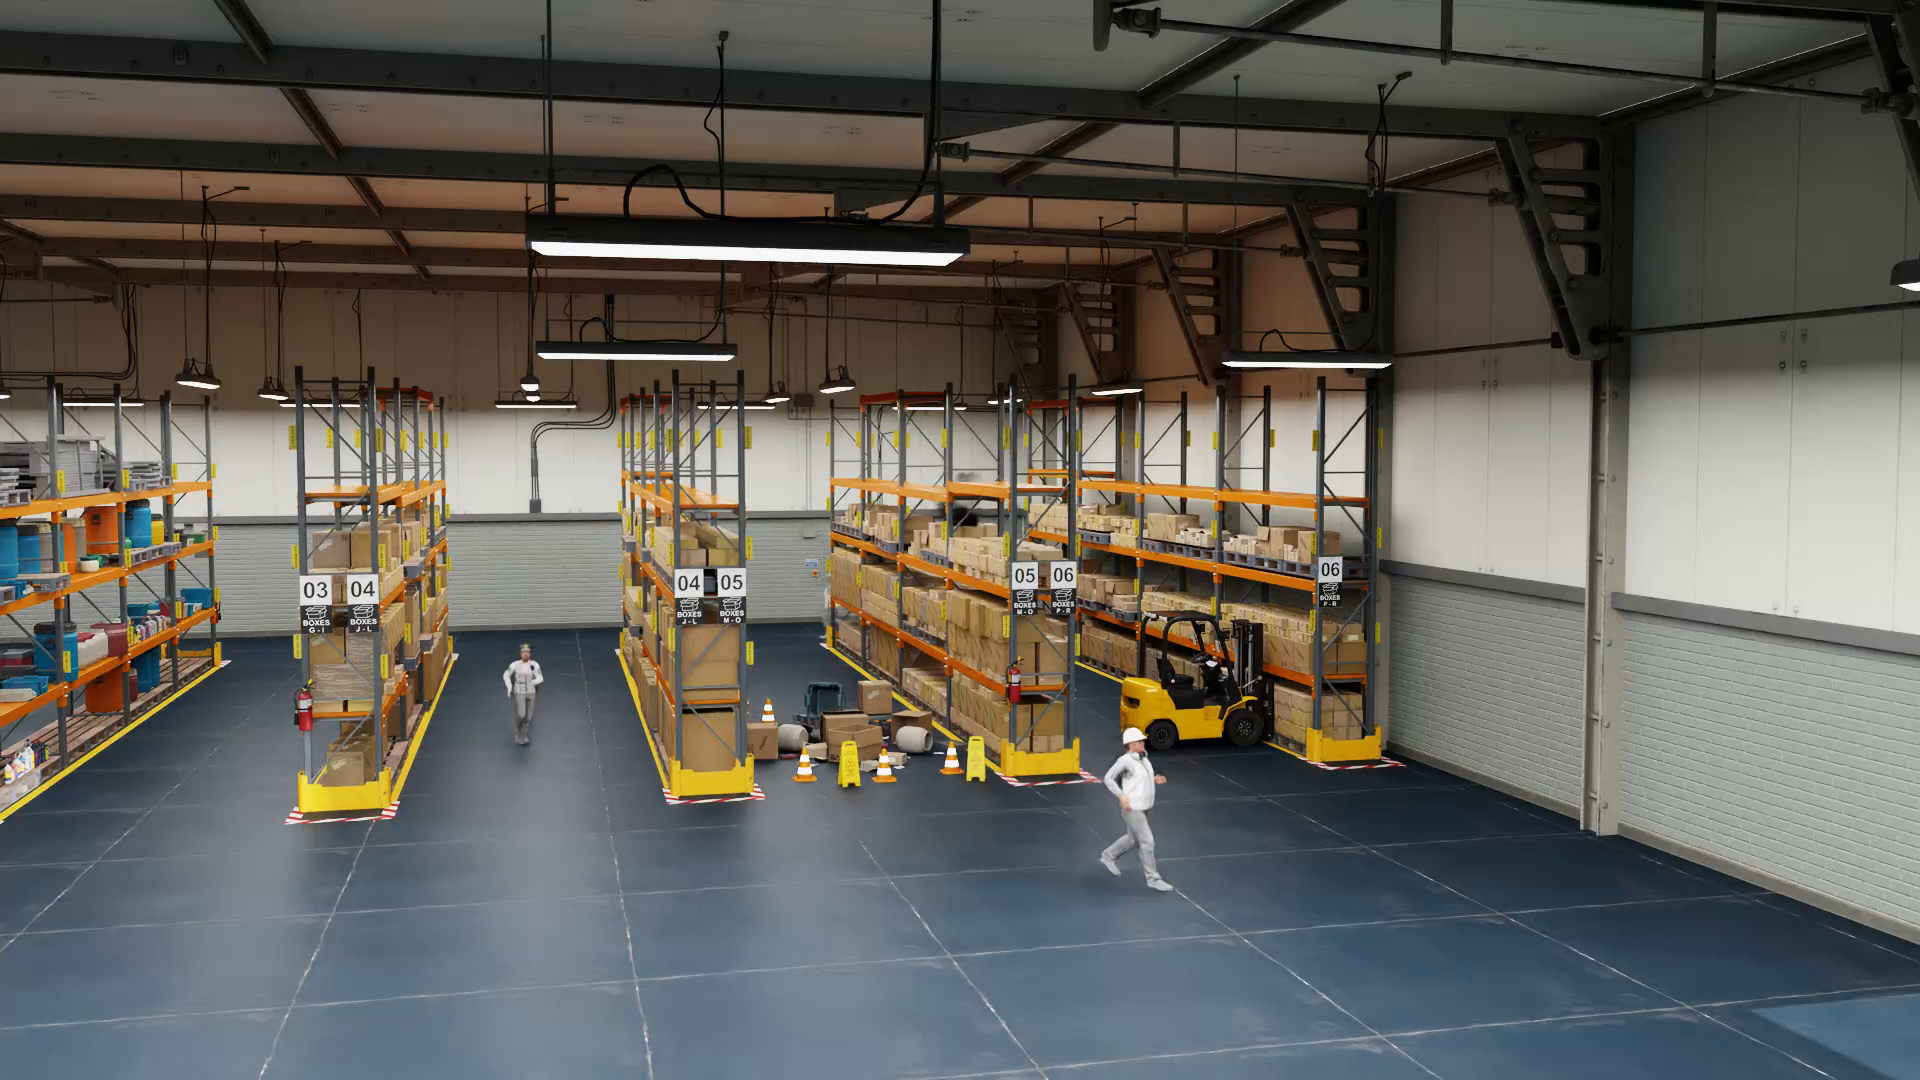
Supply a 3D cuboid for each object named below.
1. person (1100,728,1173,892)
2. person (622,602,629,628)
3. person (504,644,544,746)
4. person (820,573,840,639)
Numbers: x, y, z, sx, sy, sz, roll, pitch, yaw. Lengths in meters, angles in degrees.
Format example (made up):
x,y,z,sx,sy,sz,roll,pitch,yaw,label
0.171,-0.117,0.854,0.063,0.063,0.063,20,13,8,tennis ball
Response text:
x,y,z,sx,sy,sz,roll,pitch,yaw,label
1.968,2.979,18.599,0.968,1.760,0.653,2,4,31,person
-7.994,1.772,40.479,0.628,1.714,0.804,0,3,5,person
-7.110,2.532,27.202,0.591,1.670,0.626,-2,4,-25,person
-3.197,1.662,41.661,0.752,1.743,0.745,0,3,7,person
